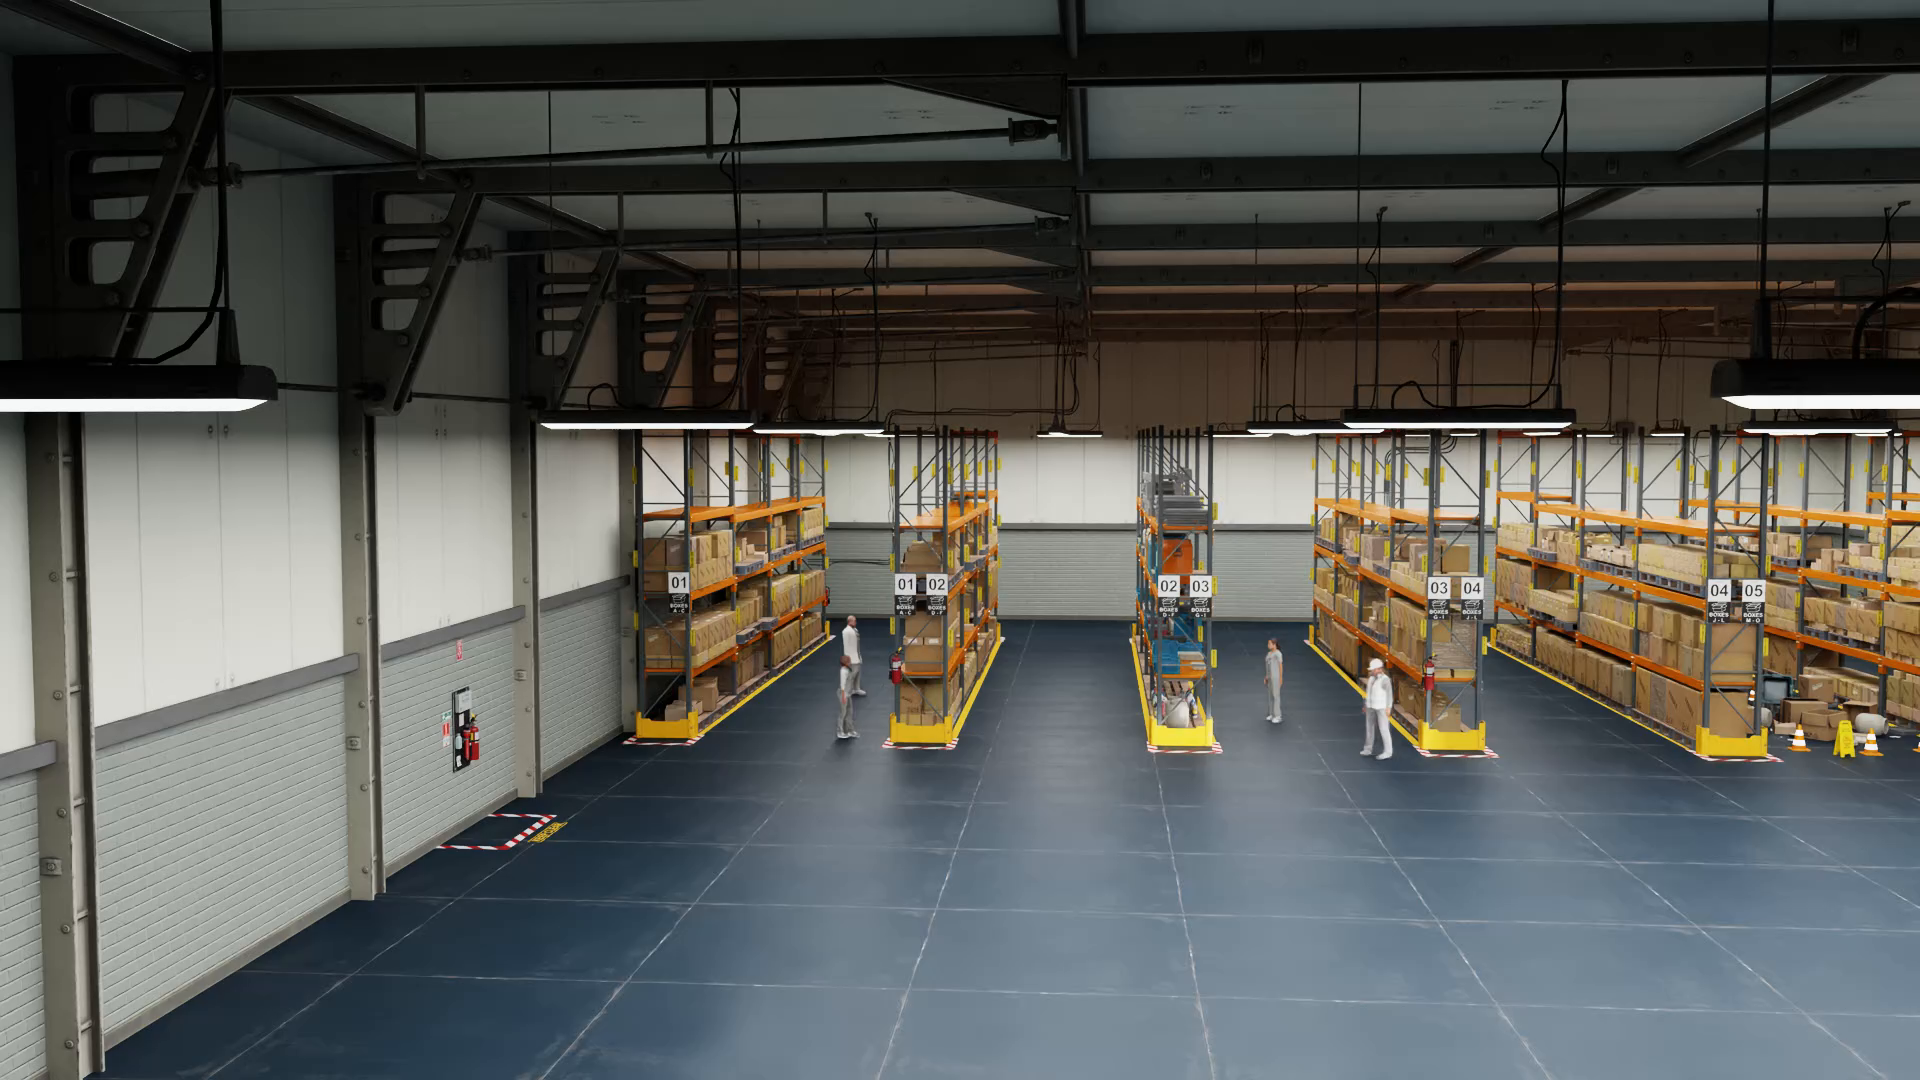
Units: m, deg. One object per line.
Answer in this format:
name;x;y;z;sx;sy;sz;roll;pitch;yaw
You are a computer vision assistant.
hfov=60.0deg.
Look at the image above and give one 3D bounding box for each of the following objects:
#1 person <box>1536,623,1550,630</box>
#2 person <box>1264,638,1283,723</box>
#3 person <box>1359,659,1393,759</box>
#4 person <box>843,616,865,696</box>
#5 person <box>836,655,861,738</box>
person;16.372;2.063;47.083;1.031;1.612;0.533;2;4;28
person;6.411;2.852;33.969;0.413;1.704;0.580;-1;4;-18
person;7.500;3.027;30.036;0.433;1.772;0.609;-3;4;-36
person;-2.376;2.616;37.467;0.487;1.827;0.616;1;4;19
person;-2.161;3.015;31.951;0.445;1.615;0.455;1;3;9
